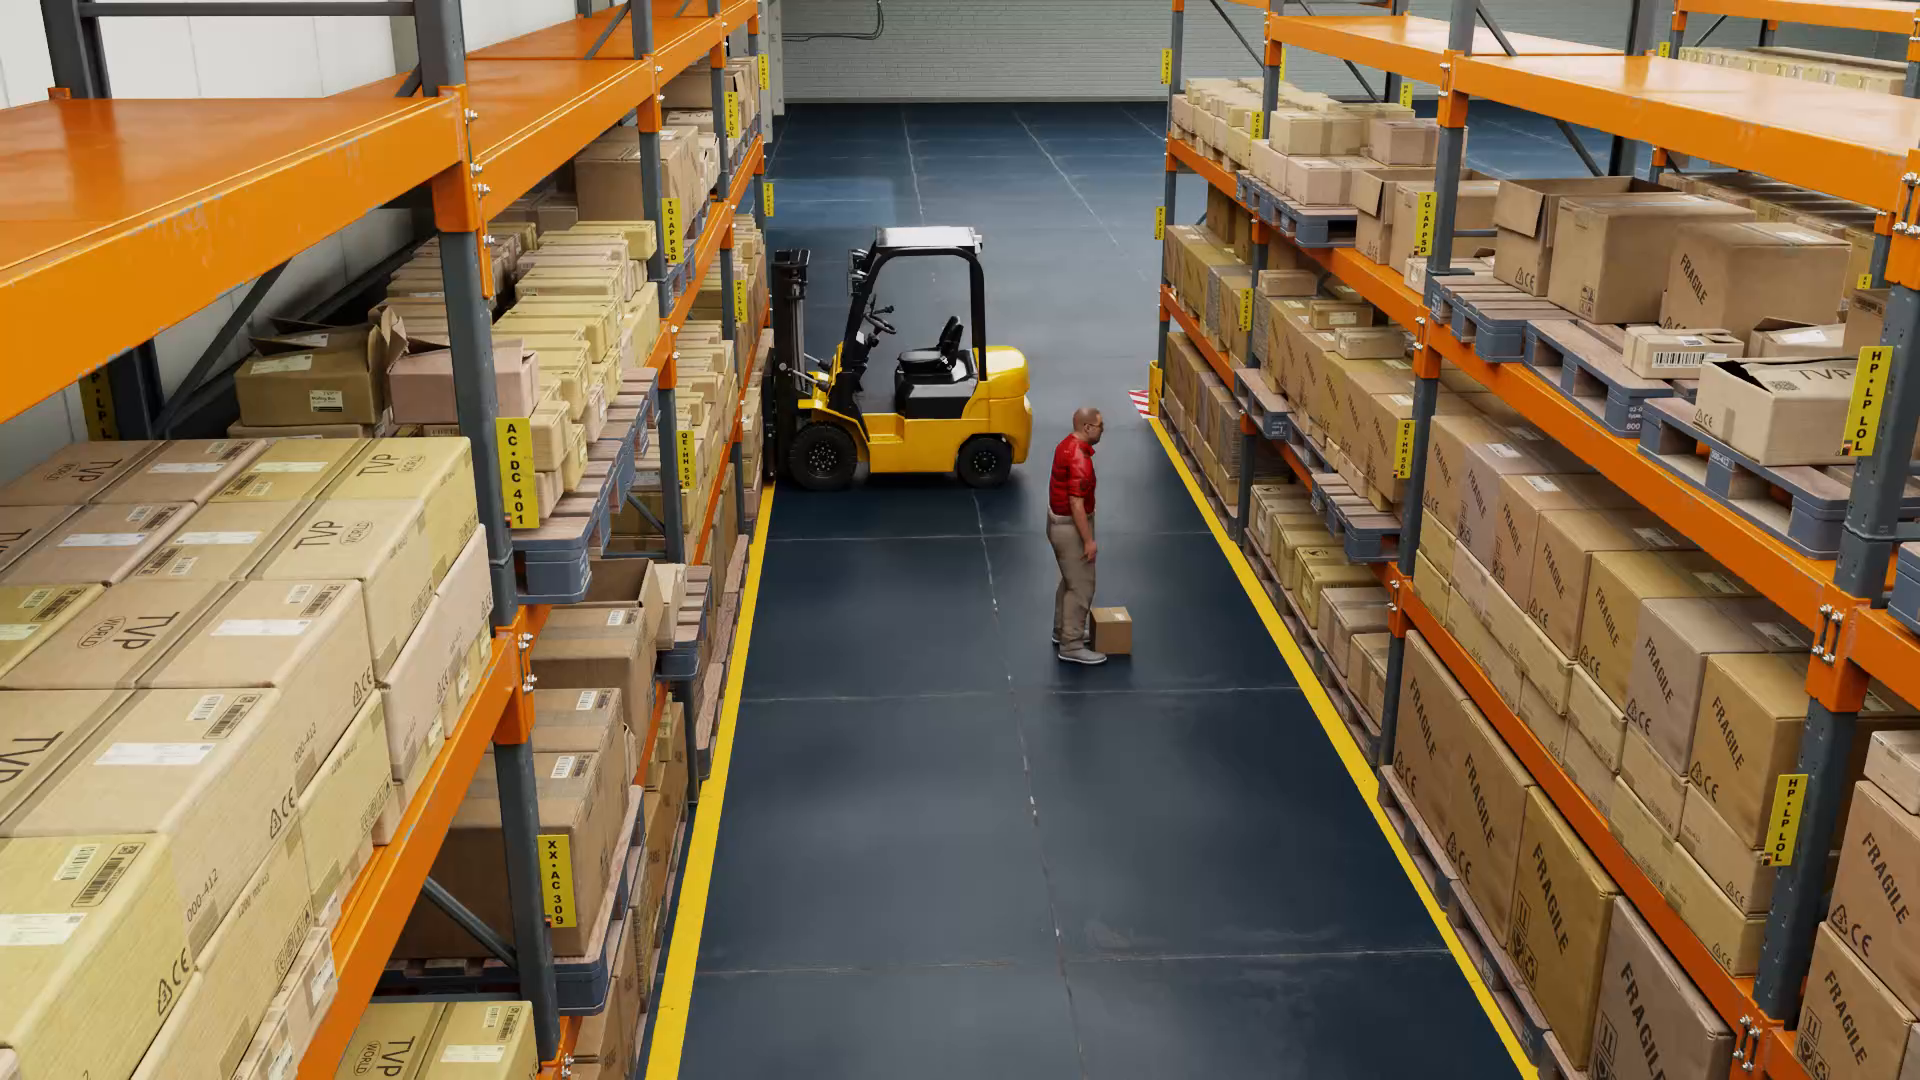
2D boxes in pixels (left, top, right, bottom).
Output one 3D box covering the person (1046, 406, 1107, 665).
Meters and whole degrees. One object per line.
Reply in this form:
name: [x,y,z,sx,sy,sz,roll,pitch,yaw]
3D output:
person: [0.788,-0.058,11.251,0.384,1.728,0.603,-2,20,-5]
